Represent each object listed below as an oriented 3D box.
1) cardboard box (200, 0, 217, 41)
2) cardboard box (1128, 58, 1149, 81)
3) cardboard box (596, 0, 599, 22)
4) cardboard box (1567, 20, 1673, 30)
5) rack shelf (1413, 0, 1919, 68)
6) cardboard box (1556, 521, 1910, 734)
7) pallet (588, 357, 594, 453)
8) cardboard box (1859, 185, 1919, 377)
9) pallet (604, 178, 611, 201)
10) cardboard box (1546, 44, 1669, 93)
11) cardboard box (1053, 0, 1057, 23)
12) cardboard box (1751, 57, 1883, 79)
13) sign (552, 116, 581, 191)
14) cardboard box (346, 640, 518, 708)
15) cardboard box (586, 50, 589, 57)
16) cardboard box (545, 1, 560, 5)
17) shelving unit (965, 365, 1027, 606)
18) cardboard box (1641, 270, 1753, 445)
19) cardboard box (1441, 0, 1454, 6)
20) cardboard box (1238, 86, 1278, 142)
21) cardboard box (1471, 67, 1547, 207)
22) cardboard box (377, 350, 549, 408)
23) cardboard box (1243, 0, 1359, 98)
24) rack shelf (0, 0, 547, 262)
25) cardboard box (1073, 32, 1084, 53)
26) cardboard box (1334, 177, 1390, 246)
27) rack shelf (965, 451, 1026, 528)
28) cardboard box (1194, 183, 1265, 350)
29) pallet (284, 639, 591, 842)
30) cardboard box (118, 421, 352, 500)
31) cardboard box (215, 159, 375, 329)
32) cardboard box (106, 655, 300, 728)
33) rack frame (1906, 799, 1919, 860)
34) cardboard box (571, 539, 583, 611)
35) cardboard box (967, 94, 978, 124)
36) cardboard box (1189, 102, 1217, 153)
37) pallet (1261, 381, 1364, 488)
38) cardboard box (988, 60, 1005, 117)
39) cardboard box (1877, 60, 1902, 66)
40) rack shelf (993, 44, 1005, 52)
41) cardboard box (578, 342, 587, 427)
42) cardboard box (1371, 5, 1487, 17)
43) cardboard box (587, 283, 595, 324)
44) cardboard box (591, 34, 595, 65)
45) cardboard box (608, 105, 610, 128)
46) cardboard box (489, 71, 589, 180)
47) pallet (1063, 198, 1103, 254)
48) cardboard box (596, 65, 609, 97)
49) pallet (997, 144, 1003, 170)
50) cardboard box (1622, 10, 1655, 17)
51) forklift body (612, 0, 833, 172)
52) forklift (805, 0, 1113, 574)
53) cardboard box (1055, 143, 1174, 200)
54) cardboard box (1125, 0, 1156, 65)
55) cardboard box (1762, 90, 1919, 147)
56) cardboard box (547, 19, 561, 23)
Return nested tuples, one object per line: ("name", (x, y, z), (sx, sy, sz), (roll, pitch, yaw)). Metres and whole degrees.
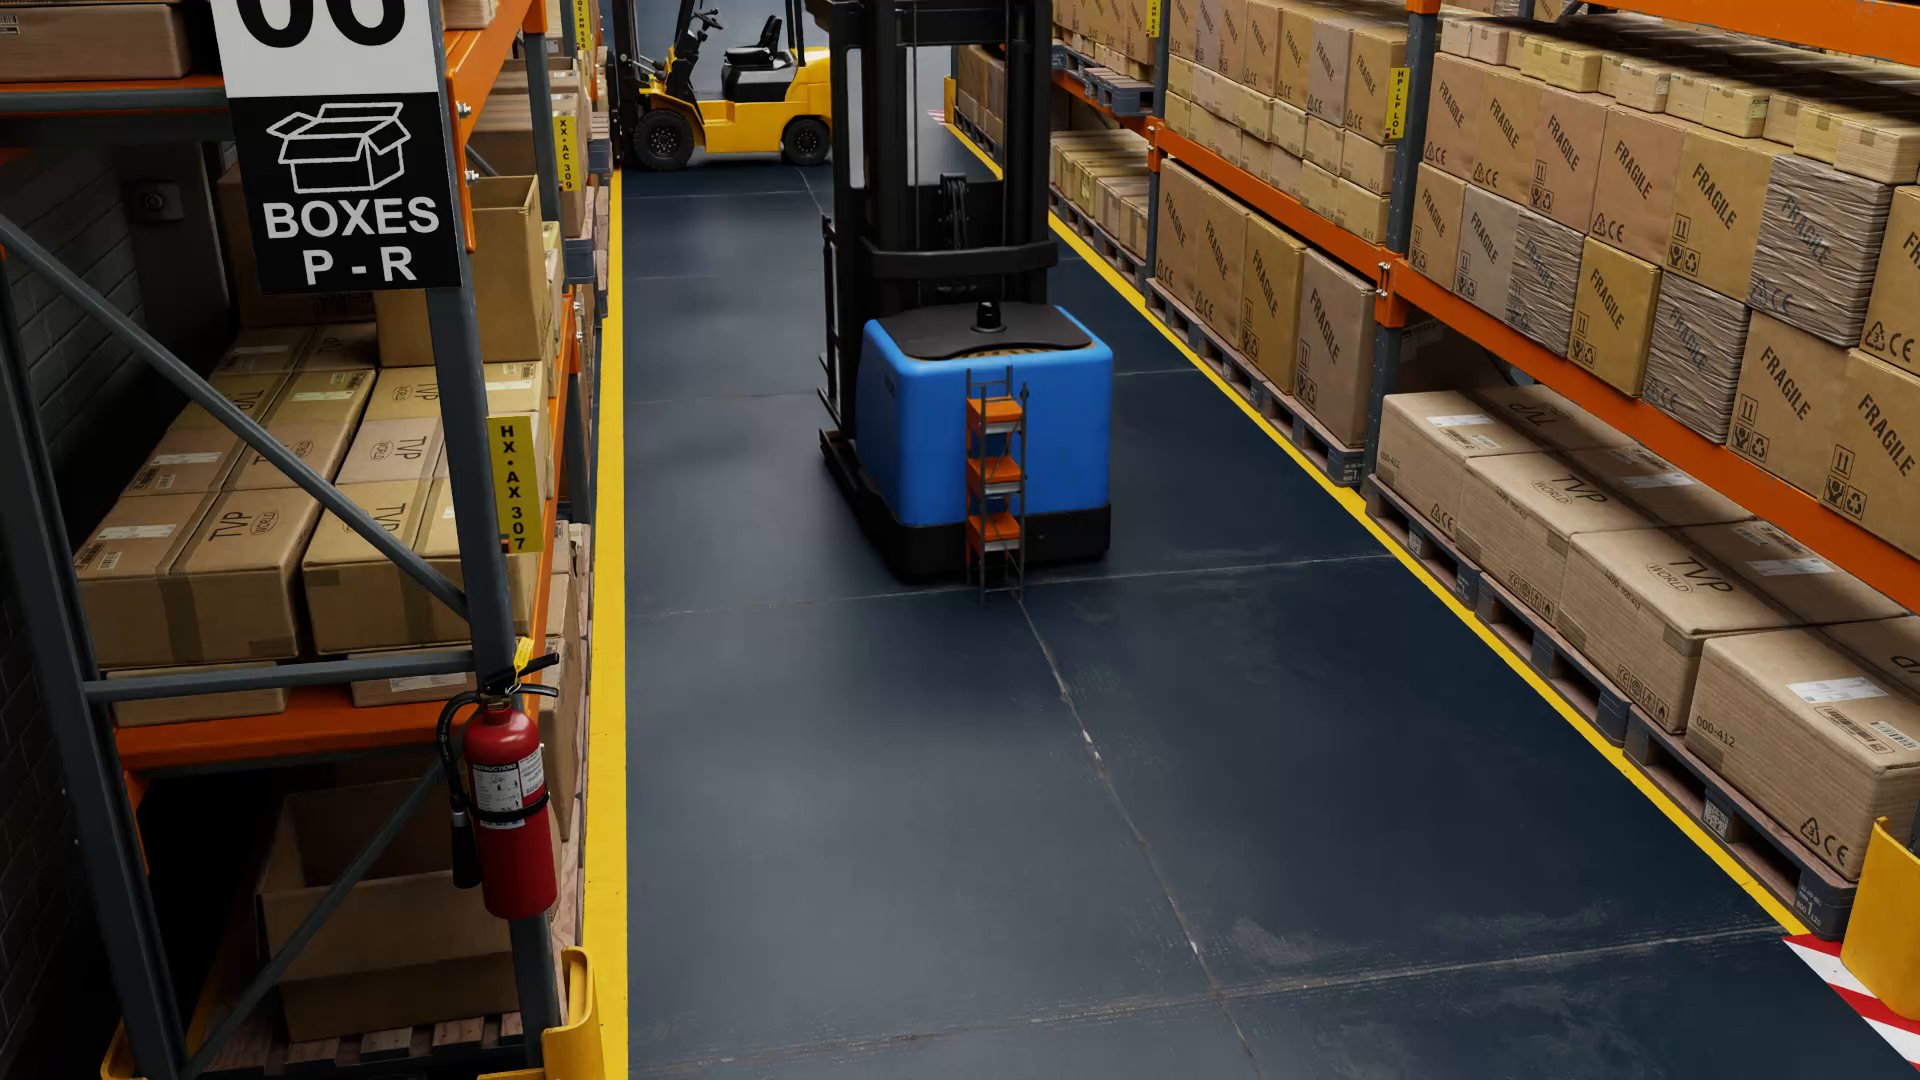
("cardboard box", (-1.990, -1.250, 3.931), (0.380, 0.149, 0.250), (-4, 24, -8))
("cardboard box", (1.462, -3.488, 12.279), (0.380, 0.149, 0.250), (-4, 24, -9))
("cardboard box", (-4.047, -5.644, 17.301), (0.500, 0.500, 0.500), (-4, 24, -8))
("cardboard box", (2.926, -2.218, 7.396), (0.380, 0.149, 0.250), (-4, 24, -8))
("rack shelf", (2.984, -1.884, 5.968), (1.077, 0.370, 4.000), (-4, 24, -10))
("cardboard box", (2.956, 0.317, 6.452), (0.875, 0.438, 0.875), (-4, 24, -8))
("pallet", (-2.680, -0.777, 9.766), (1.003, 0.211, 1.213), (-4, 24, -10))
("cardboard box", (3.031, -0.729, 4.797), (0.500, 0.500, 0.500), (-4, 24, -8))
("pallet", (-3.849, -3.442, 15.867), (1.003, 0.211, 1.213), (-4, 24, -10))
("cardboard box", (2.576, -1.878, 6.618), (0.380, 0.149, 0.250), (-5, 24, -11))
("cardboard box", (1.033, -4.745, 14.345), (0.500, 0.500, 0.500), (-4, 24, -10))
("cardboard box", (3.218, -1.727, 6.271), (0.380, 0.149, 0.250), (-4, 24, -10))
("sign", (-1.732, -1.697, 7.307), (0.100, 0.325, 0.005), (-4, 24, -10))
("cardboard box", (-1.315, 0.282, 4.172), (0.380, 0.149, 0.250), (-4, 24, -10))
("cardboard box", (-3.210, -3.987, 13.194), (0.500, 0.250, 0.500), (-4, 24, -9))
("cardboard box", (-3.196, -4.129, 13.020), (0.380, 0.149, 0.250), (-4, 24, -9))
("shelving unit", (0.159, -0.238, 7.484), (0.215, 1.050, 0.252), (-6, 24, -14))
("cardboard box", (2.822, -0.669, 5.909), (0.500, 0.500, 0.500), (-4, 24, -8))
("cardboard box", (5.596, -6.029, 18.119), (0.875, 0.550, 0.500), (-4, 24, -10))
("cardboard box", (1.981, -2.541, 9.884), (0.500, 0.250, 0.500), (-4, 24, -9))
("cardboard box", (2.551, -1.726, 7.080), (0.500, 0.500, 0.500), (-5, 24, -10))
("cardboard box", (-1.649, -0.547, 5.570), (0.500, 0.250, 0.500), (-5, 24, -11))
("cardboard box", (1.997, -2.894, 9.754), (0.500, 0.500, 0.500), (-4, 24, -9))
("rack shelf", (-1.894, -1.516, 5.124), (1.077, 0.370, 4.000), (-4, 24, -10))
("cardboard box", (1.140, -4.095, 13.667), (0.380, 0.149, 0.250), (-3, 24, -8))
("cardboard box", (2.283, -1.715, 8.617), (0.500, 0.250, 0.500), (-5, 24, -11))
("rack shelf", (0.159, -0.228, 7.488), (0.215, 0.259, 0.240), (-6, 24, -14))
("cardboard box", (2.081, -1.789, 10.729), (0.875, 0.875, 0.875), (-4, 24, -9))
("pallet", (-1.908, 0.772, 6.220), (1.003, 0.211, 1.213), (-4, 24, -10))
("cardboard box", (-1.964, -0.116, 4.583), (0.500, 0.250, 0.500), (-4, 24, -10))
("cardboard box", (-2.249, -1.063, 5.815), (0.500, 0.500, 0.500), (-5, 24, -11))
("cardboard box", (-1.849, 0.321, 4.082), (0.380, 0.149, 0.250), (-5, 24, -10))
("rack frame", (3.354, -0.053, 4.623), (1.000, 3.000, 0.127), (-4, 24, -10))
("cardboard box", (-1.806, 0.141, 7.071), (0.396, 0.266, 0.258), (-3, 24, -8))
("cardboard box", (0.359, -4.740, 18.265), (0.500, 0.250, 0.500), (-3, 24, -8))
("cardboard box", (1.830, -2.719, 10.915), (0.500, 0.250, 0.500), (-5, 24, -11))
("pallet", (2.397, -0.646, 9.466), (1.003, 0.211, 1.213), (-4, 24, -10))
("cardboard box", (0.570, -4.662, 17.151), (0.500, 0.500, 0.500), (-3, 24, -7))
("cardboard box", (6.717, -3.403, 11.712), (0.380, 0.149, 0.250), (-5, 24, -11))
("rack shelf", (0.765, -5.230, 17.376), (1.077, 0.370, 4.000), (-4, 24, -10))
("cardboard box", (-2.240, -0.720, 8.749), (0.500, 0.500, 0.500), (-5, 24, -10))
("cardboard box", (2.604, -2.720, 9.356), (0.500, 0.500, 0.500), (-5, 24, -11))
("cardboard box", (-2.714, -1.727, 11.055), (0.500, 0.500, 0.500), (-4, 24, -8))
("cardboard box", (-3.392, -4.156, 14.206), (0.500, 0.250, 0.500), (-4, 24, -9))
("cardboard box", (-3.705, -4.175, 16.348), (0.500, 0.250, 0.500), (-5, 24, -10))
("cardboard box", (-2.374, -2.215, 8.924), (0.700, 0.500, 0.500), (-4, 24, -10))
("pallet", (1.509, -2.708, 14.187), (1.003, 0.211, 1.213), (-4, 24, -10))
("cardboard box", (-3.801, -4.612, 16.723), (0.500, 0.250, 0.500), (-5, 24, -11))
("pallet", (0.976, -3.757, 16.587), (1.003, 0.211, 1.213), (-4, 24, -10))
("cardboard box", (6.091, -4.403, 14.459), (0.500, 0.500, 0.500), (-4, 24, -9))
("forklift body", (-2.339, -4.978, 16.960), (2.313, 2.155, 1.214), (-4, 24, -10))
("forklift", (-0.155, -1.748, 8.590), (1.130, 2.935, 3.031), (-6, 24, -14))
("cardboard box", (1.370, -3.272, 14.754), (0.950, 0.372, 0.625), (-3, 24, -6))
("cardboard box", (1.517, -3.732, 12.027), (0.500, 0.500, 0.500), (-5, 24, -11))
("cardboard box", (2.905, -1.384, 5.487), (0.380, 0.149, 0.250), (-5, 24, -10))
("cardboard box", (-2.957, -3.627, 11.871), (0.380, 0.149, 0.250), (-4, 24, -9))
